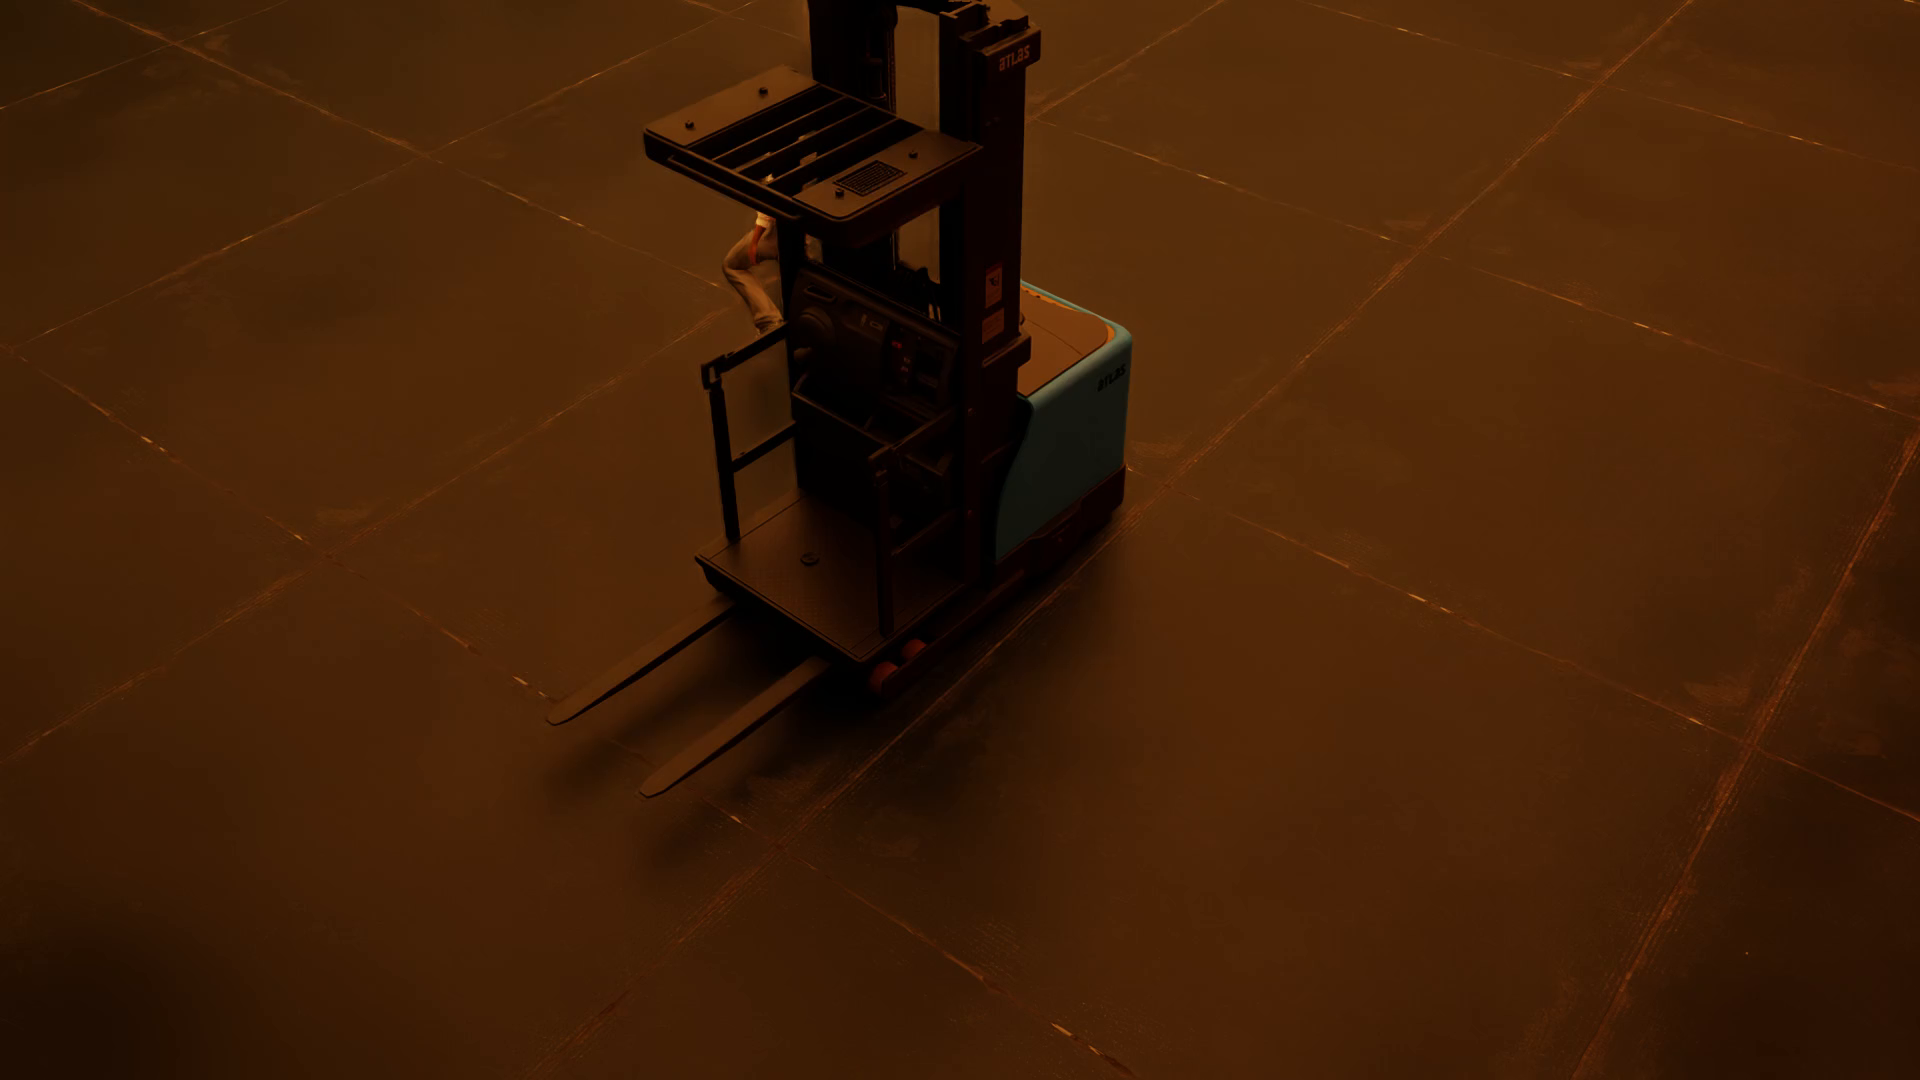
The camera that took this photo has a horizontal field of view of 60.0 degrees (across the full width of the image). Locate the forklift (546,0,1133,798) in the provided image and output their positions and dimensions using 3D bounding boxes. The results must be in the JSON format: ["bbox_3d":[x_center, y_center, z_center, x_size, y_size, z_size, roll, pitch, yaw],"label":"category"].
[{"bbox_3d":[-0.519,-0.775,6.984,1.130,2.935,3.031,30,49,30],"label":"forklift"}]

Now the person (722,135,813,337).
[{"bbox_3d":[-1.036,-1.744,9.255,0.474,1.495,0.742,25,46,26],"label":"person"}]
